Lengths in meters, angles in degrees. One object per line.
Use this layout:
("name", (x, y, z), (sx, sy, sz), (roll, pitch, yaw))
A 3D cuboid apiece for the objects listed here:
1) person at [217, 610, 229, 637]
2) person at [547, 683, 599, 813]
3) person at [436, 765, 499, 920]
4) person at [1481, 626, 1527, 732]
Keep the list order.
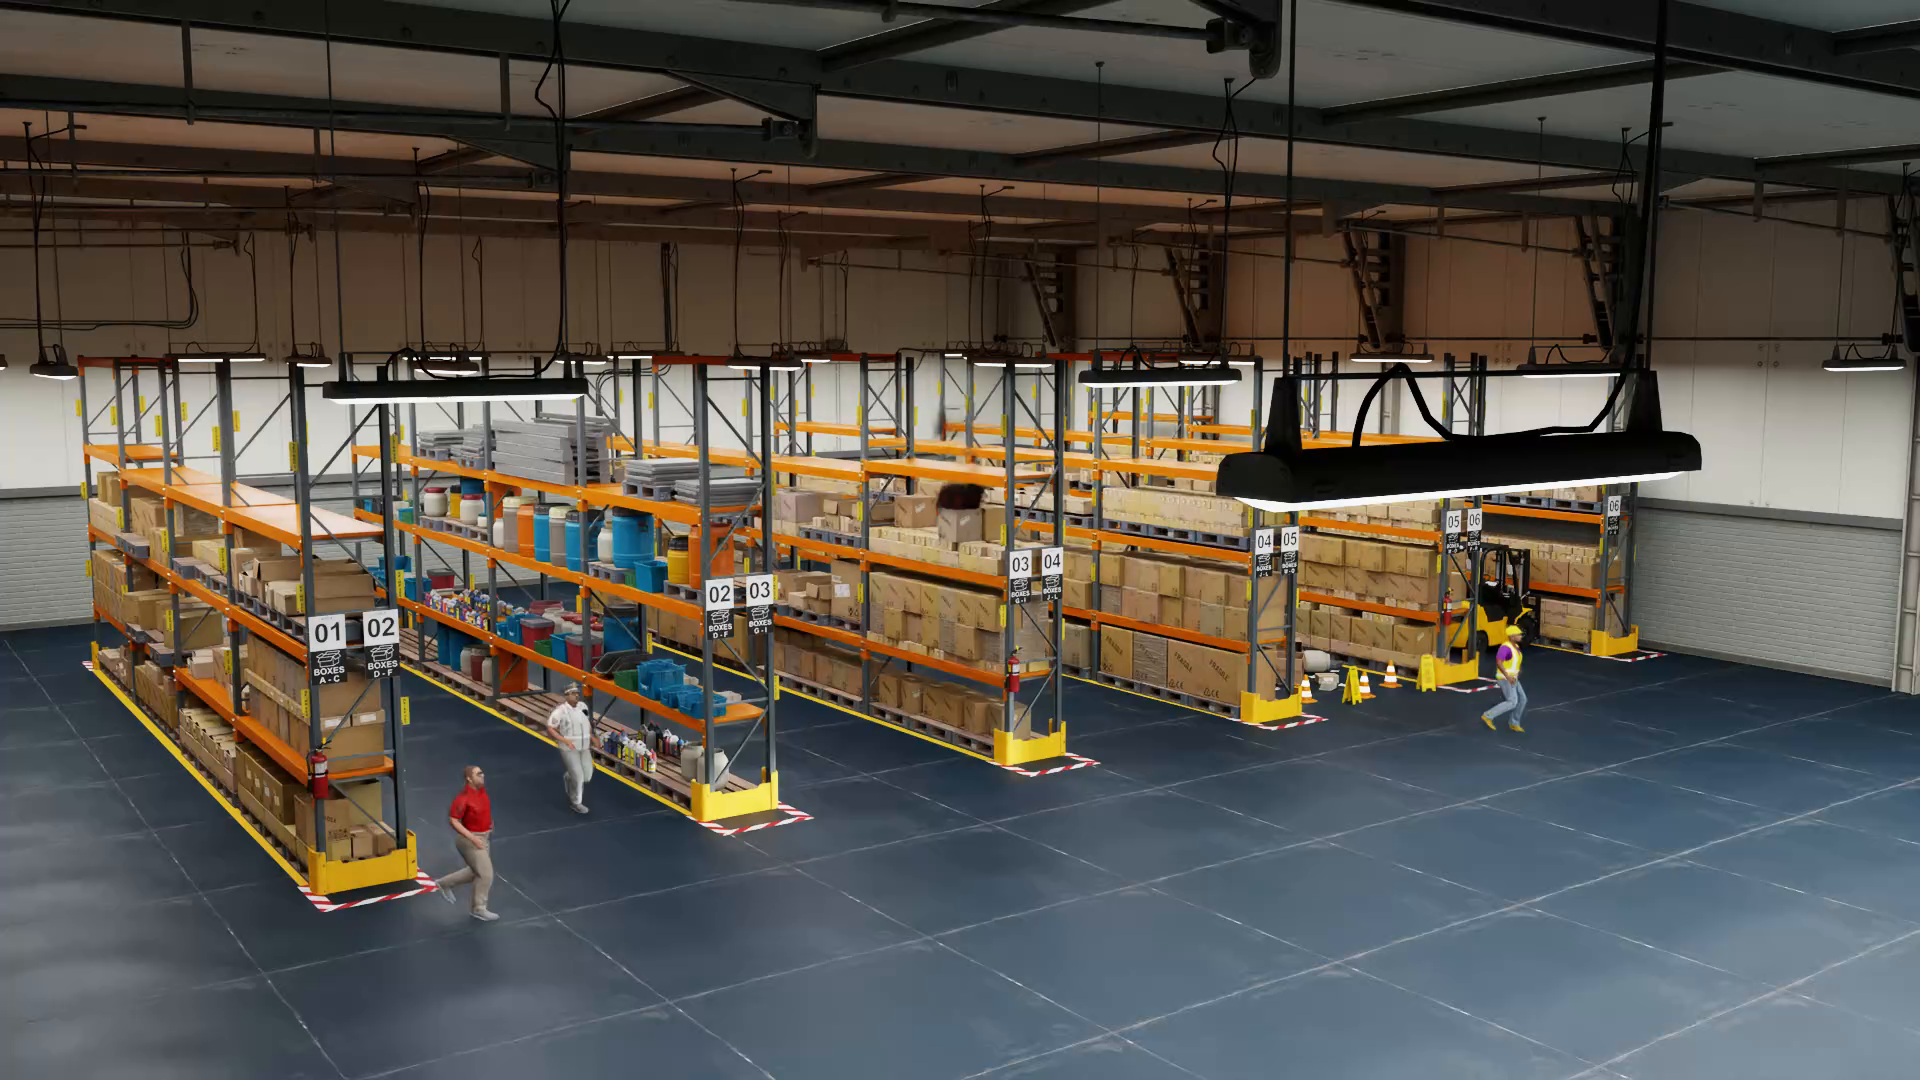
("person", (-14.777, 1.456, 33.211), (0.828, 1.773, 0.731), (3, 8, 25))
("person", (-5.232, 2.771, 22.395), (0.632, 1.749, 0.664), (6, 9, 40))
("person", (-5.415, 3.301, 18.198), (0.723, 1.733, 0.666), (1, 7, 4))
("person", (8.819, 2.256, 26.811), (0.663, 1.760, 0.887), (3, 8, 26))
